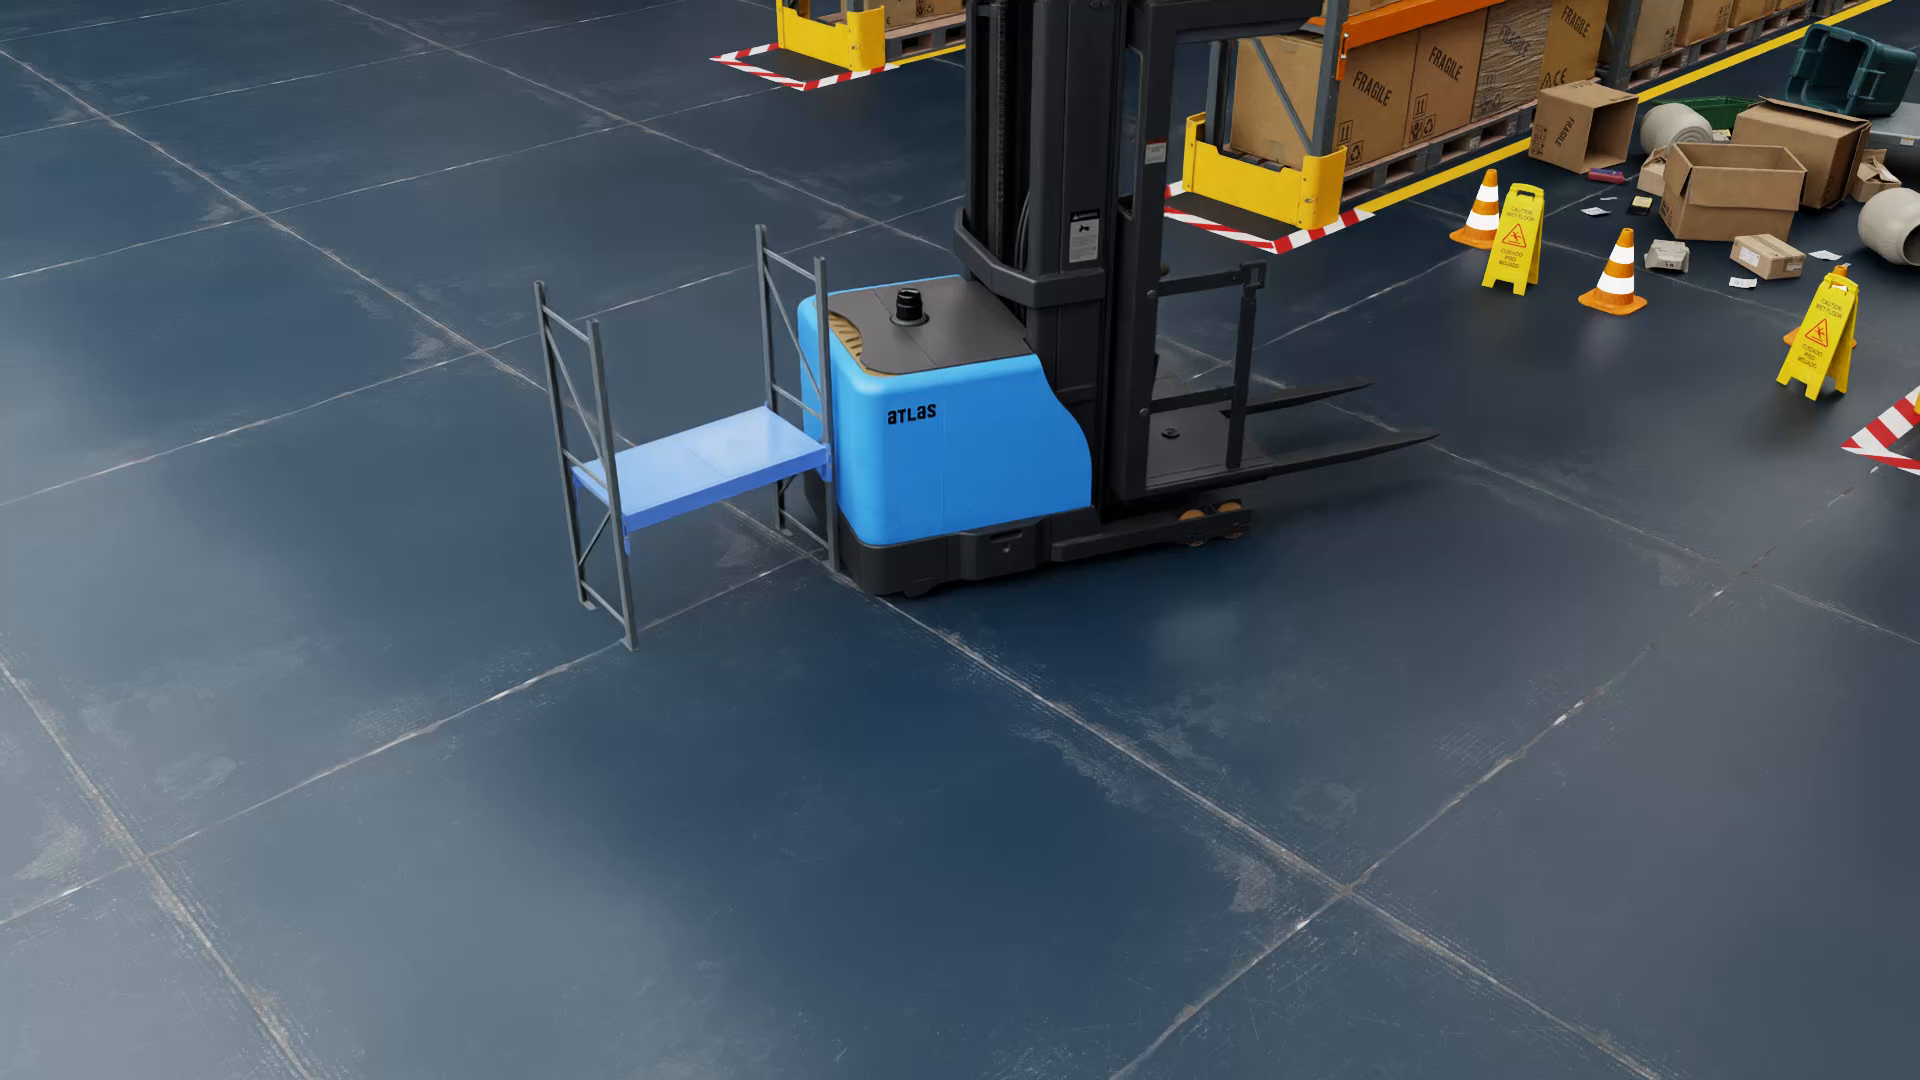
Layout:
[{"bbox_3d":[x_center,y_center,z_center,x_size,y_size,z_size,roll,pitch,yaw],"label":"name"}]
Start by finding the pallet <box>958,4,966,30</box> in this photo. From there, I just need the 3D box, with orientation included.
[{"bbox_3d":[0.366,-5.110,15.904,1.213,0.211,1.003,-26,40,-35],"label":"pallet"}]

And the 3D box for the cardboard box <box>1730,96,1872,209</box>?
[{"bbox_3d":[5.781,-2.695,11.546,0.503,0.637,0.797,-26,40,-35],"label":"cardboard box"}]

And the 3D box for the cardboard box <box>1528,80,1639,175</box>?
[{"bbox_3d":[4.587,-3.044,12.247,0.500,0.500,0.500,-19,36,-28],"label":"cardboard box"}]

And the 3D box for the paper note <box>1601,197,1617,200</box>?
[{"bbox_3d":[4.546,-2.392,11.652,0.123,0.001,0.032,-7,32,-11],"label":"paper note"}]

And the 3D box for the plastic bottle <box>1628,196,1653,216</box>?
[{"bbox_3d":[4.705,-2.319,11.483,0.133,0.061,0.283,15,34,23],"label":"plastic bottle"}]

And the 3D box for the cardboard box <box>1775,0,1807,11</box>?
[{"bbox_3d":[7.453,-5.509,15.638,0.750,0.750,1.050,-26,40,-36],"label":"cardboard box"}]

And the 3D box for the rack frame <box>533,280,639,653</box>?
[{"bbox_3d":[-1.513,-0.275,6.762,0.032,1.500,0.500,-22,38,-31],"label":"rack frame"}]

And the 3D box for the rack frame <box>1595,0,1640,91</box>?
[{"bbox_3d":[5.028,-5.053,13.138,0.127,3.000,1.000,-26,40,-35],"label":"rack frame"}]

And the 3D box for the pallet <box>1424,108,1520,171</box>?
[{"bbox_3d":[3.522,-3.188,12.762,1.213,0.211,1.003,-26,40,-35],"label":"pallet"}]

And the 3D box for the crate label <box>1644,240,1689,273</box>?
[{"bbox_3d":[4.503,-1.807,10.575,0.250,0.136,0.298,9,33,15],"label":"crate label"}]

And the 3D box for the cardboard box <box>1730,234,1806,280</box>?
[{"bbox_3d":[5.122,-1.797,10.547,0.250,0.149,0.380,-7,32,-11],"label":"cardboard box"}]

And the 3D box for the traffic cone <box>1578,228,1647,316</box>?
[{"bbox_3d":[3.969,-1.644,9.995,0.334,0.463,0.336,-26,40,-35],"label":"traffic cone"}]

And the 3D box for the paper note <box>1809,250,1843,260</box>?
[{"bbox_3d":[5.599,-1.845,10.749,0.142,0.019,0.148,-12,34,-19],"label":"paper note"}]

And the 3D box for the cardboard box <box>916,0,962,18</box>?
[{"bbox_3d":[-0.319,-5.120,15.241,0.500,0.500,0.500,-15,35,-23],"label":"cardboard box"}]

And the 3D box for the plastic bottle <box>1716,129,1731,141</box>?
[{"bbox_3d":[5.851,-3.124,12.800,0.133,0.061,0.283,9,33,15],"label":"plastic bottle"}]

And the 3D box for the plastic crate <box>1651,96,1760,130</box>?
[{"bbox_3d":[5.791,-3.315,12.936,0.662,0.188,0.450,-7,22,-11],"label":"plastic crate"}]

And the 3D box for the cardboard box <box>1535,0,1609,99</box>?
[{"bbox_3d":[4.519,-4.129,13.261,0.875,0.875,0.875,-25,39,-35],"label":"cardboard box"}]

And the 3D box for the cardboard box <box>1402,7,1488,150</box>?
[{"bbox_3d":[3.191,-3.485,12.209,0.875,0.875,0.875,-27,40,-36],"label":"cardboard box"}]

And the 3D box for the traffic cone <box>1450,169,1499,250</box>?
[{"bbox_3d":[3.450,-2.197,10.899,0.334,0.463,0.336,-26,40,-35],"label":"traffic cone"}]

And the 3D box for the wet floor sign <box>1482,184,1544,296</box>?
[{"bbox_3d":[3.420,-1.862,10.176,0.267,0.644,0.232,22,37,31],"label":"wet floor sign"}]

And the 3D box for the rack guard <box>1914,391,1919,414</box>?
[{"bbox_3d":[5.590,-0.737,8.476,0.348,0.500,1.175,-26,40,-35],"label":"rack guard"}]

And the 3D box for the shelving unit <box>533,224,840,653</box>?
[{"bbox_3d":[-1.109,-0.436,7.025,1.048,1.500,0.538,-22,38,-31],"label":"shelving unit"}]

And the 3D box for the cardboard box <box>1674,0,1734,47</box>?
[{"bbox_3d":[6.132,-4.867,14.589,0.750,0.750,1.050,-26,40,-35],"label":"cardboard box"}]

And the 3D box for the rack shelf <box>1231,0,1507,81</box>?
[{"bbox_3d":[3.561,-4.036,12.165,4.000,0.370,1.077,-26,40,-35],"label":"rack shelf"}]

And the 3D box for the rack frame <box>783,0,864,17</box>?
[{"bbox_3d":[-1.204,-5.567,13.979,0.127,3.000,1.000,-26,40,-35],"label":"rack frame"}]

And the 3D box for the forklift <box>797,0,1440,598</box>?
[{"bbox_3d":[0.827,-1.468,7.341,3.031,2.935,1.130,-11,33,-17],"label":"forklift"}]

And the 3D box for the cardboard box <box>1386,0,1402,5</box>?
[{"bbox_3d":[2.724,-4.050,11.355,0.550,0.550,0.875,-26,40,-35],"label":"cardboard box"}]

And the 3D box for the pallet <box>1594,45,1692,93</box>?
[{"bbox_3d":[5.542,-4.166,14.360,1.213,0.211,1.003,-26,40,-35],"label":"pallet"}]

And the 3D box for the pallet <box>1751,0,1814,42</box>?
[{"bbox_3d":[7.332,-5.031,15.775,1.213,0.211,1.003,-26,40,-35],"label":"pallet"}]

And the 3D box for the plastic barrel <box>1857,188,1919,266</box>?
[{"bbox_3d":[6.020,-1.989,10.597,0.421,0.421,0.512,-1,31,-2],"label":"plastic barrel"}]

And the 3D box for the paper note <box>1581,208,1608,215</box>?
[{"bbox_3d":[4.368,-2.258,11.416,0.142,0.017,0.144,-12,34,-19],"label":"paper note"}]
